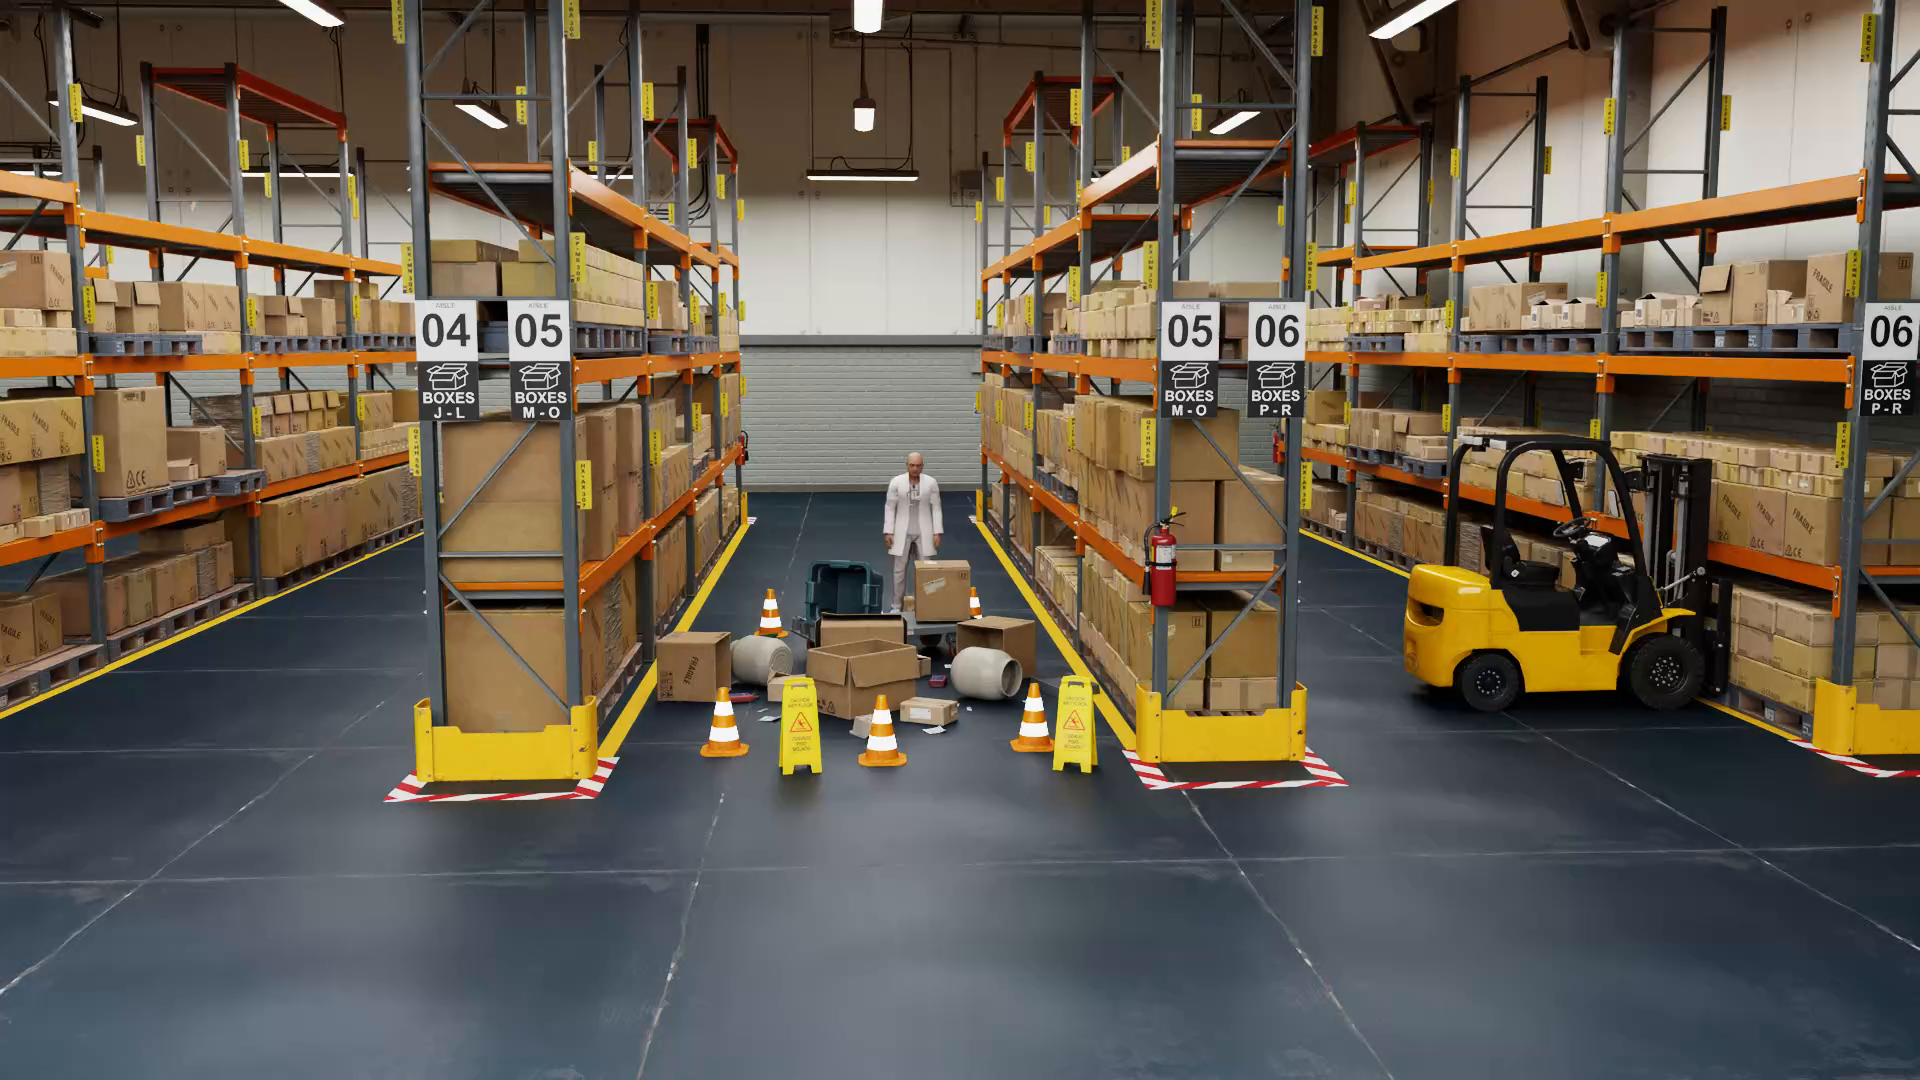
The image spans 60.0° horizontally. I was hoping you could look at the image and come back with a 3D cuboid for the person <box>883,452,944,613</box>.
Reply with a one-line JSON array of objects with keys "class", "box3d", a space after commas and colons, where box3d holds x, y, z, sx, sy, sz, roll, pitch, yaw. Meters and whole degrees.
[{"class": "person", "box3d": [-0.497, -0.049, 17.716, 0.643, 1.774, 0.423, 0, 7, -3]}]
